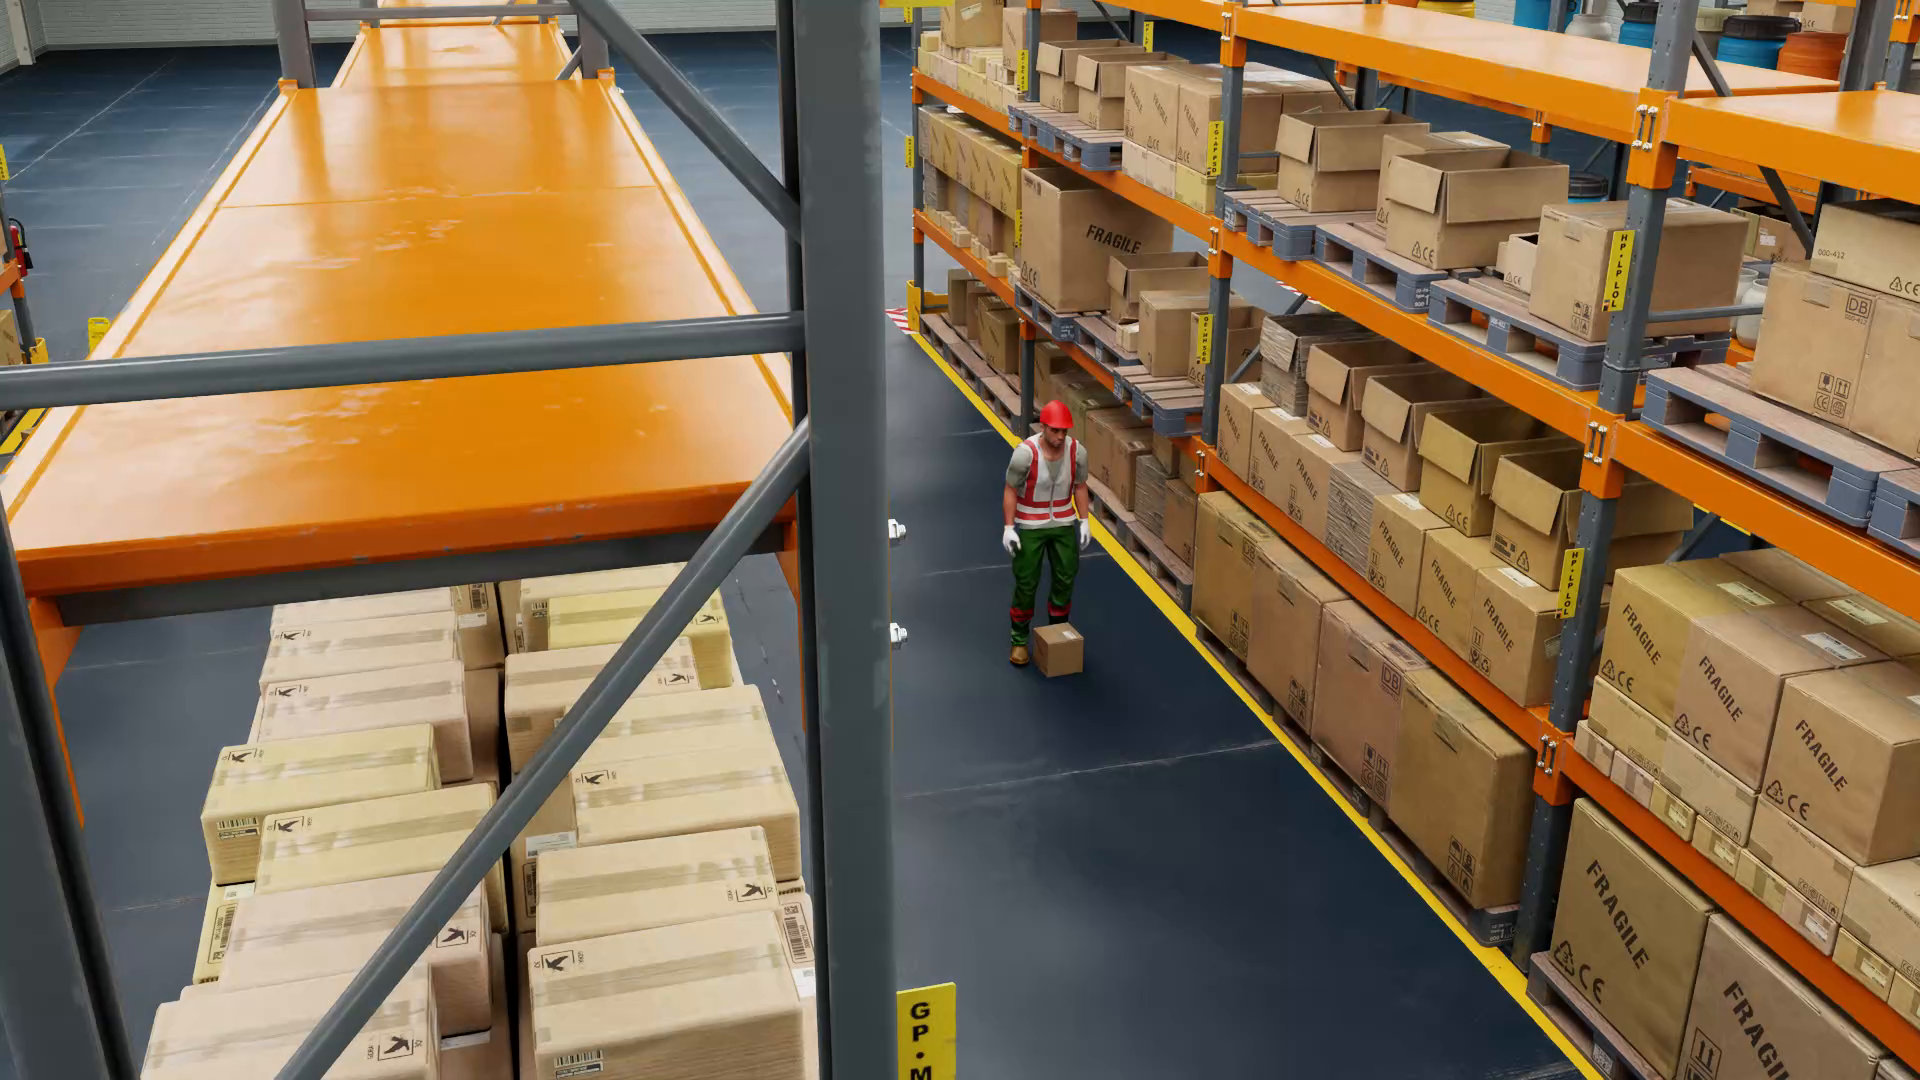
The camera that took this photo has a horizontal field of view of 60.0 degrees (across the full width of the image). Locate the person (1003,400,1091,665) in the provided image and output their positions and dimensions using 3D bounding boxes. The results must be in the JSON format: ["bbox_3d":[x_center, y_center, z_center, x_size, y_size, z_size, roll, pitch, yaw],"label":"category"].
[{"bbox_3d":[0.566,-0.067,10.808,0.608,1.779,0.451,-6,24,-14],"label":"person"}]
